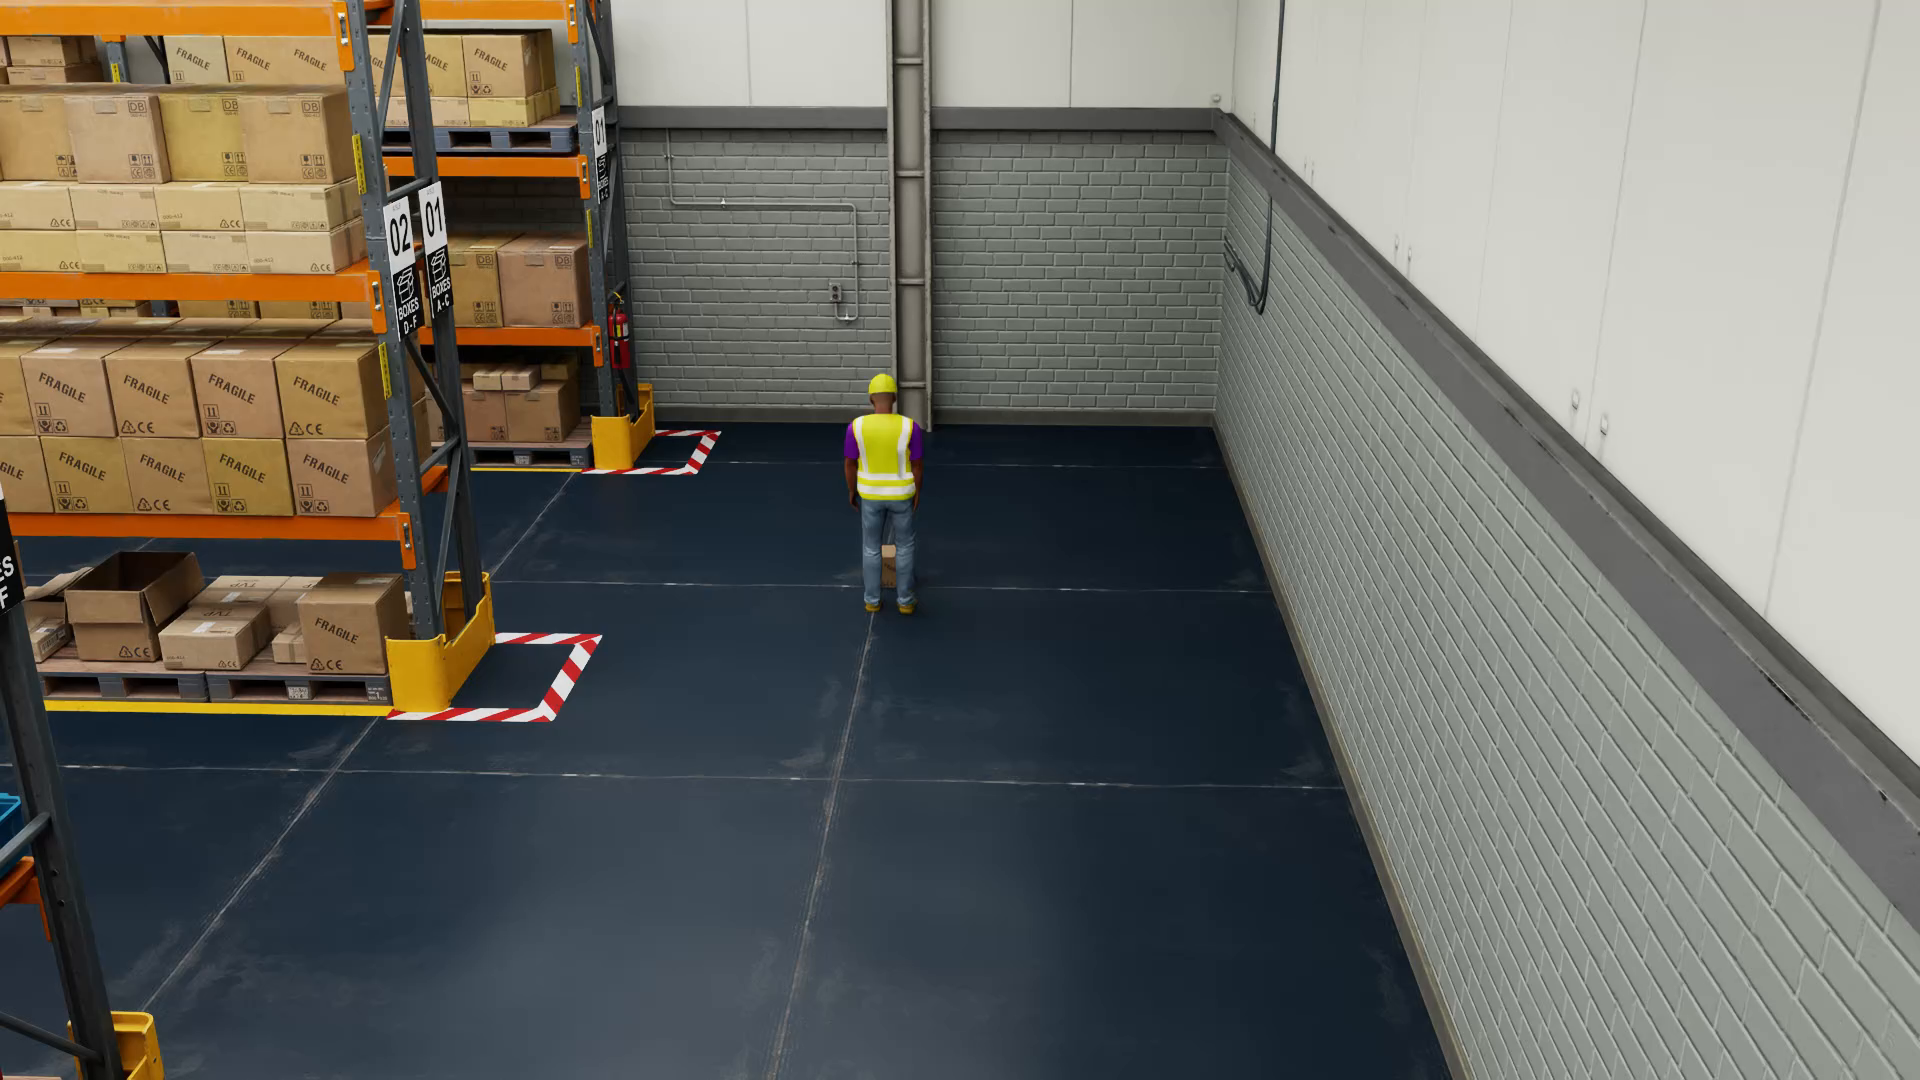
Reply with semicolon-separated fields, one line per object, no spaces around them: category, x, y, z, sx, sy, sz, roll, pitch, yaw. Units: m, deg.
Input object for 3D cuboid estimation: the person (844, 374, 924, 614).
person;-0.538;-0.330;11.933;0.568;1.759;0.368;1;21;3
